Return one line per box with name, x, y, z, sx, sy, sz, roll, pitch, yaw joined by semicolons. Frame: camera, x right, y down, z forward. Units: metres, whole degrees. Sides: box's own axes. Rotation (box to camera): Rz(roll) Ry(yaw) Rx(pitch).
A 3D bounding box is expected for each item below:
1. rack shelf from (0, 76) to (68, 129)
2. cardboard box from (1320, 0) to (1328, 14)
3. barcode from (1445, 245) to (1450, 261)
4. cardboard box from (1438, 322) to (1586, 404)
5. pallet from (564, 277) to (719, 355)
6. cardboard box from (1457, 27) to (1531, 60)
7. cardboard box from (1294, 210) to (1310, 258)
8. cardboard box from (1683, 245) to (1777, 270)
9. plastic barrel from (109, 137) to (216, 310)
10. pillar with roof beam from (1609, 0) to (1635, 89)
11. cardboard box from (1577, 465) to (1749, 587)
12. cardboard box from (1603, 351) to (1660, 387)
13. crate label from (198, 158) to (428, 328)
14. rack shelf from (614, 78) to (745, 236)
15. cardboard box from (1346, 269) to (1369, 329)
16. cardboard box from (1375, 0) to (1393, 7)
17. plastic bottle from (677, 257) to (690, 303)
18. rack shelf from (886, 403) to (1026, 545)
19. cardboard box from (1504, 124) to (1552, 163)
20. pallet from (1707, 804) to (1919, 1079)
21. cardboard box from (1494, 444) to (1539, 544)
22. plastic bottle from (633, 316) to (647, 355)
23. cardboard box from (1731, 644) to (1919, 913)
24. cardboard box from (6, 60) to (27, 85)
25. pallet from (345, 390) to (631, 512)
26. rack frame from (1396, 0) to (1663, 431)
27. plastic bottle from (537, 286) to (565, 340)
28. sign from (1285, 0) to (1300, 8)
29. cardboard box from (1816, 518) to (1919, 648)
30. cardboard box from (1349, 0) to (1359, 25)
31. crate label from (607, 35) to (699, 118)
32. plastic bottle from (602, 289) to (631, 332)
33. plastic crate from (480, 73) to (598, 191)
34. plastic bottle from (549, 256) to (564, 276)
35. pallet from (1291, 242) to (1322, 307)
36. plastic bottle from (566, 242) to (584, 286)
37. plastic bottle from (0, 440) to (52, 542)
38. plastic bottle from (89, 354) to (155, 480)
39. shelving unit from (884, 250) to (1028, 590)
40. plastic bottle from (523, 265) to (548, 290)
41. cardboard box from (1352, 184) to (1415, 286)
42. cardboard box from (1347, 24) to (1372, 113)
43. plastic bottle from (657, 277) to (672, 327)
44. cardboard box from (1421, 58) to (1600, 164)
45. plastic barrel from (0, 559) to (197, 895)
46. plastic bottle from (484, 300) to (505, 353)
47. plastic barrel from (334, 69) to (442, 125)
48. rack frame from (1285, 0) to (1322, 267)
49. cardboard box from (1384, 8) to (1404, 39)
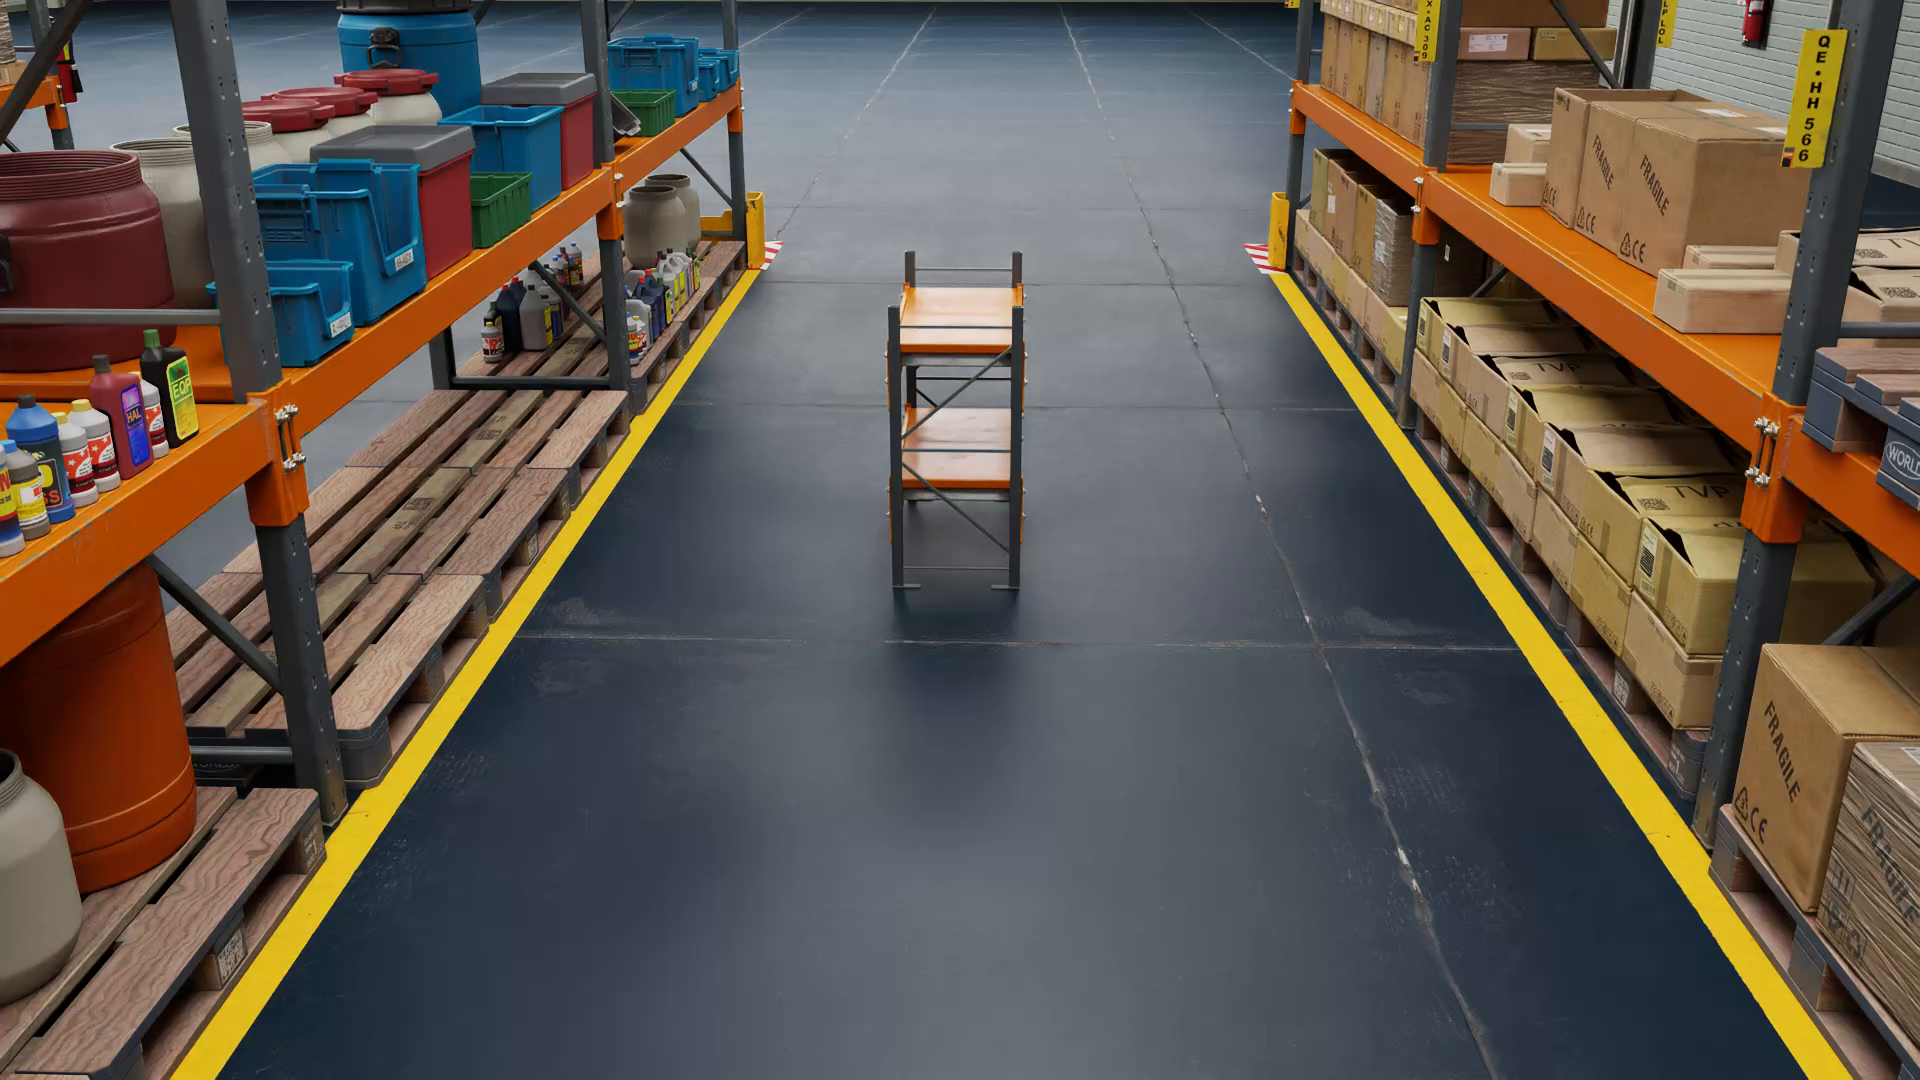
rack shelf;-7.092;-2.469;10.239;1.077;0.370;4.000;1;21;2
cardboard box;2.643;-3.626;11.193;0.380;0.149;0.250;0;21;1
barcode;2.325;-1.370;7.933;0.001;0.075;0.075;1;21;2
cardboard box;2.466;-0.818;7.436;0.500;0.311;0.500;0;21;1
pallet;-2.106;-1.411;10.373;1.003;0.211;1.213;1;21;2
cardboard box;2.543;-2.420;8.085;0.380;0.149;0.250;1;21;2
cardboard box;2.631;-2.139;11.616;0.500;0.250;0.500;1;21;2
cardboard box;2.609;-0.869;5.469;0.380;0.149;0.250;2;21;6
plastic barrel;-2.506;-1.006;5.321;0.421;0.512;0.421;0;21;0
pillar with roof beam;4.727;-10.284;21.093;9.100;9.000;0.400;1;21;2
cardboard box;2.406;-0.080;5.533;0.500;0.311;0.500;0;21;1
cardboard box;2.996;-0.628;6.945;0.500;0.311;0.500;1;21;1
crate label;-2.024;-0.953;5.289;0.502;0.435;0.616;1;21;2
rack shelf;-2.142;-2.414;10.098;1.077;0.370;4.000;1;21;2
cardboard box;2.570;-1.416;9.752;0.500;0.250;0.500;1;21;2
cardboard box;2.801;-3.327;9.524;0.700;0.500;0.500;1;21;2
plastic bottle;-1.738;-1.598;10.158;0.152;0.276;0.135;0;21;0
rack shelf;0.000;-0.294;6.908;0.538;0.278;1.000;1;21;2
cardboard box;2.777;-1.722;7.528;0.500;0.250;0.500;2;21;5
pallet;2.566;1.045;4.043;1.003;0.211;1.213;1;21;2
cardboard box;2.442;-0.185;6.580;0.500;0.250;0.500;1;21;3
plastic bottle;-1.748;-1.111;9.005;0.097;0.201;0.097;0;21;0
cardboard box;2.327;0.598;4.190;0.500;0.500;0.500;2;21;4
cardboard box;-6.834;-3.305;11.746;0.380;0.149;0.250;1;21;2
pallet;-2.188;-0.442;7.876;1.003;0.211;1.213;1;21;2
rack frame;2.748;-1.970;7.961;1.000;3.000;0.127;1;21;2
plastic bottle;-2.316;-1.274;9.324;0.152;0.276;0.135;1;21;2
sign;2.316;-3.865;11.538;0.100;0.325;0.005;1;21;2
cardboard box;2.936;0.114;5.033;0.500;0.311;0.500;1;21;3
cardboard box;2.613;-3.253;10.231;0.380;0.149;0.250;0;21;0
crate label;-1.866;-2.821;10.103;0.502;0.435;0.616;1;21;2
plastic bottle;-1.907;-1.285;9.249;0.144;0.351;0.185;1;21;2
plastic crate;-1.911;-1.878;7.633;0.402;0.464;0.583;1;21;2
plastic bottle;-2.461;-1.593;10.153;0.097;0.271;0.097;0;21;0
pallet;2.889;-1.840;11.479;1.003;0.211;1.213;1;21;2
plastic bottle;-2.447;-1.754;10.565;0.097;0.271;0.097;0;21;0
plastic bottle;-1.948;-0.106;3.430;0.097;0.201;0.097;0;21;0
plastic bottle;-1.917;-0.291;3.794;0.061;0.283;0.133;1;21;2
shelving unit;0.000;-0.522;6.819;0.538;1.125;1.048;1;21;2
plastic bottle;-2.455;-1.419;9.592;0.144;0.351;0.185;1;21;1
cardboard box;2.582;-1.765;9.616;0.500;0.500;0.500;1;21;2
cardboard box;2.811;-2.925;10.283;0.700;0.500;0.500;1;21;2
plastic bottle;-1.711;-1.380;9.585;0.061;0.283;0.133;2;21;4
cardboard box;2.756;-2.178;8.356;0.700;0.500;0.500;0;21;0
plastic barrel;-2.322;0.413;4.237;0.600;0.830;0.708;1;21;2
plastic bottle;-2.518;-1.143;8.974;0.061;0.283;0.133;2;21;4
plastic barrel;-2.451;-1.746;7.195;0.433;0.535;0.433;0;21;0
rack frame;2.870;-3.417;11.688;1.000;3.000;0.127;1;21;2
cardboard box;2.583;-2.879;9.268;0.380;0.149;0.250;1;21;3
